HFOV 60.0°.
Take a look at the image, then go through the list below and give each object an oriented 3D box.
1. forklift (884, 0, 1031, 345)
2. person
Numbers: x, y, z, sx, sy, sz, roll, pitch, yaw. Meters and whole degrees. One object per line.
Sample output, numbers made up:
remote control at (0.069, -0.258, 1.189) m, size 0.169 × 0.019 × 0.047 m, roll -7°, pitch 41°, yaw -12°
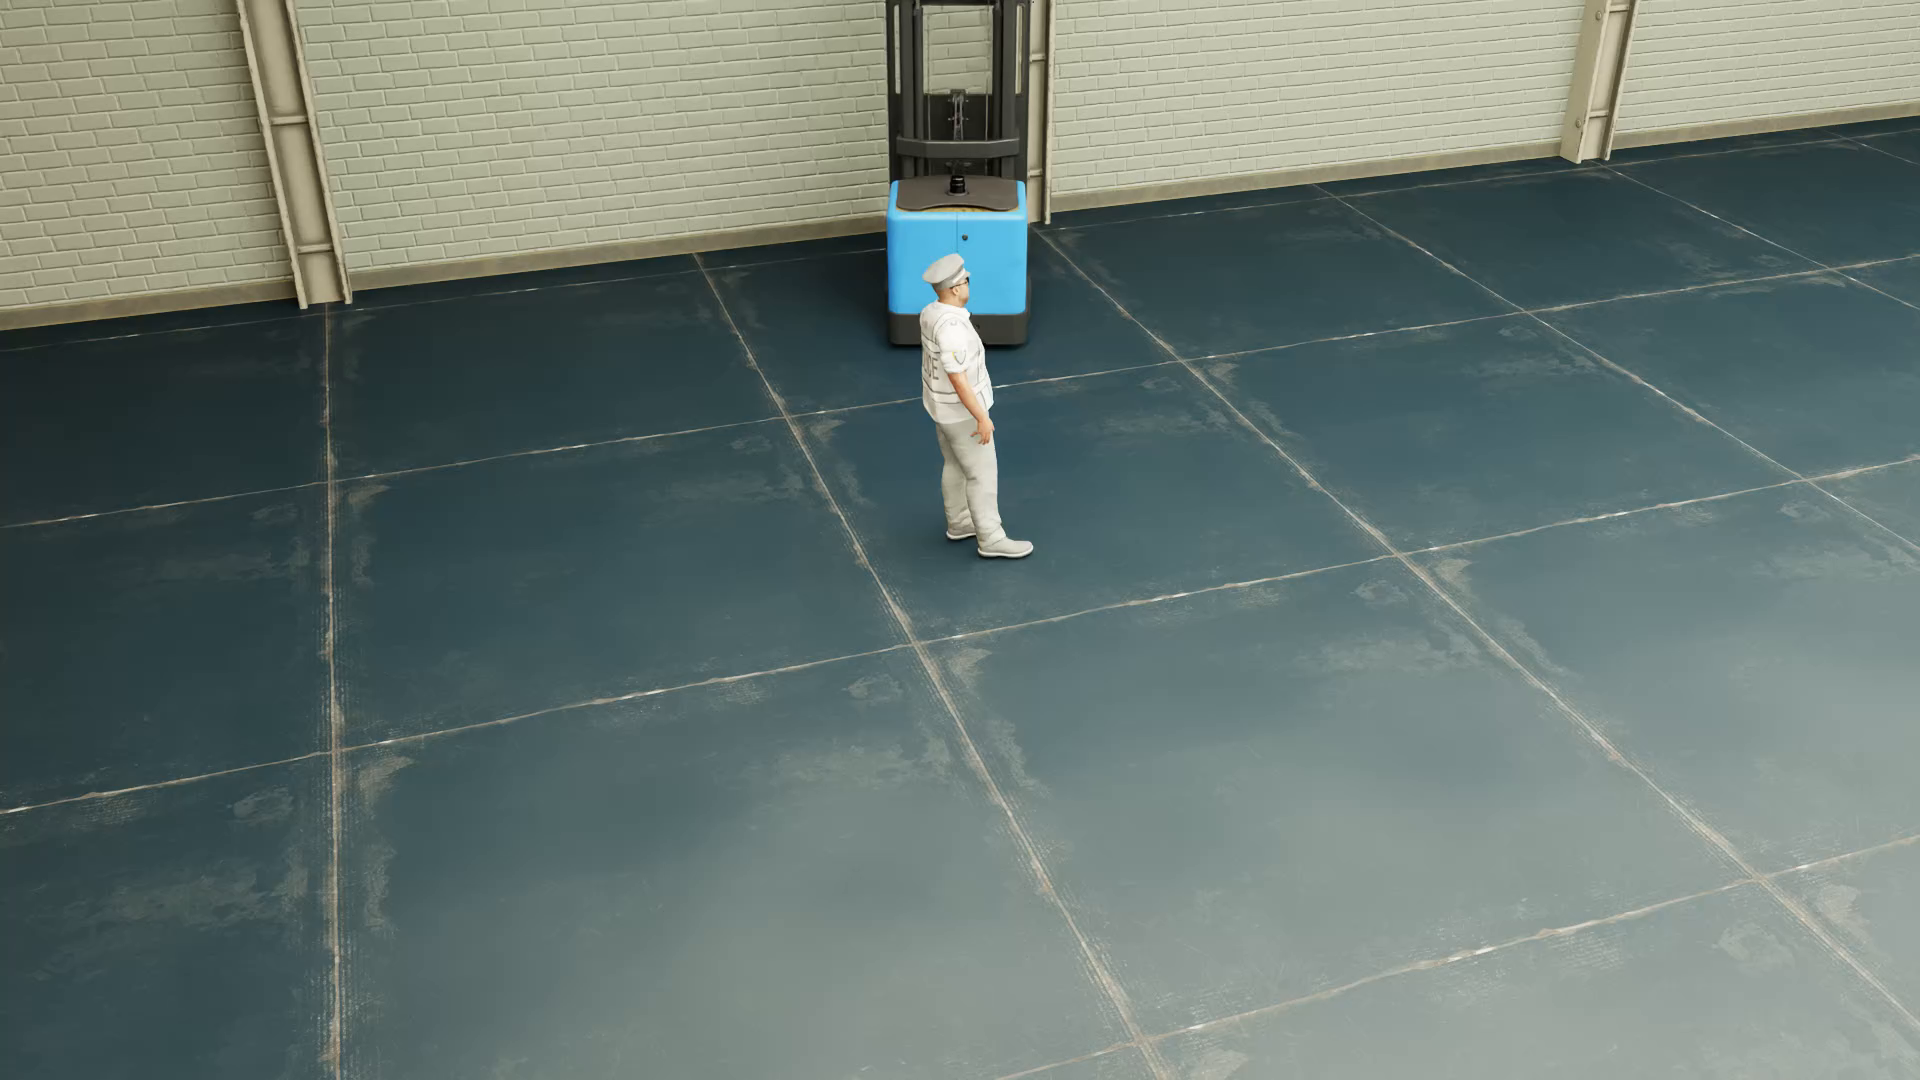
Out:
forklift at (-0.011, -3.423, 13.037) m, size 1.130 × 2.935 × 3.031 m, roll 0°, pitch 30°, yaw 0°
person at (0.078, -0.786, 9.590) m, size 0.574 × 1.780 × 0.641 m, roll -10°, pitch 31°, yaw -16°
